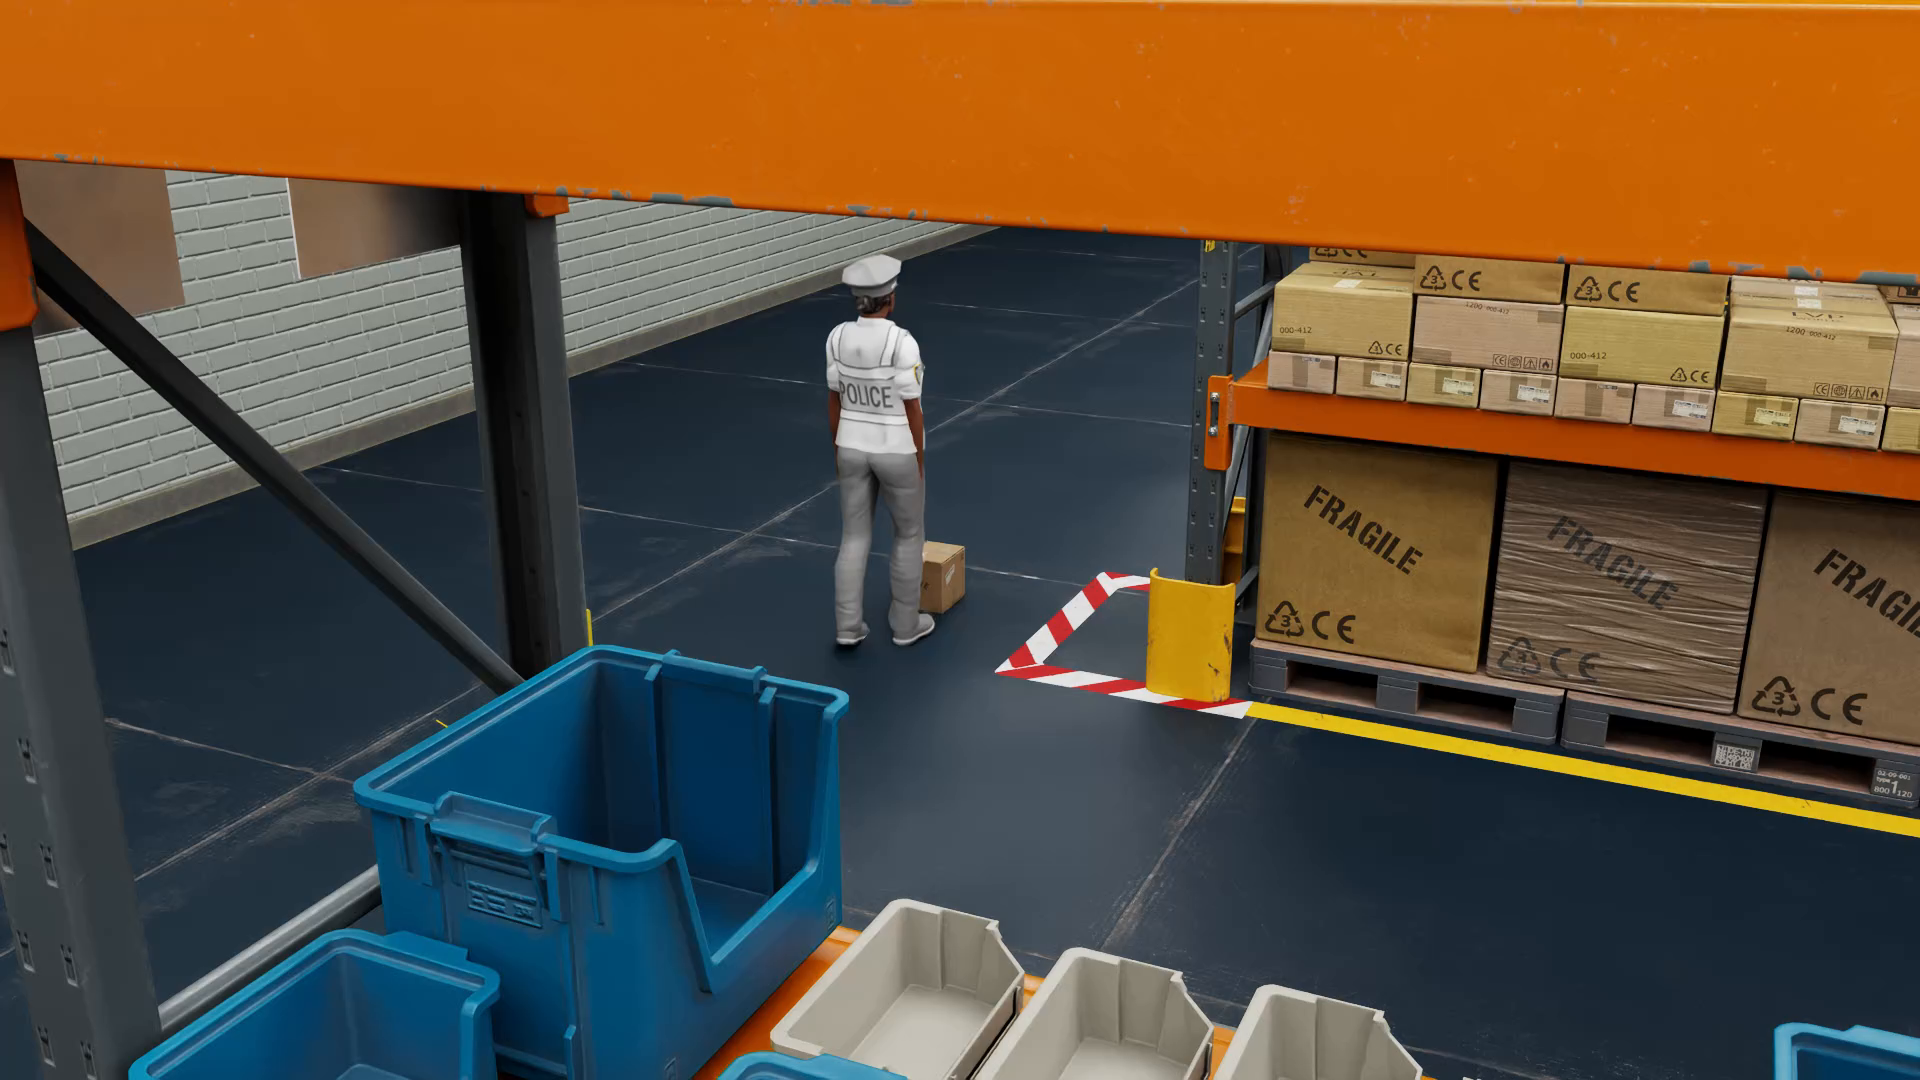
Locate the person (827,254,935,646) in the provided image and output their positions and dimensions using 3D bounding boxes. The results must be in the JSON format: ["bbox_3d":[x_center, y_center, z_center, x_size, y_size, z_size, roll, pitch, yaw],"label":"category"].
[{"bbox_3d":[-0.343,-0.355,7.084,0.439,1.701,0.432,9,21,24],"label":"person"}]
